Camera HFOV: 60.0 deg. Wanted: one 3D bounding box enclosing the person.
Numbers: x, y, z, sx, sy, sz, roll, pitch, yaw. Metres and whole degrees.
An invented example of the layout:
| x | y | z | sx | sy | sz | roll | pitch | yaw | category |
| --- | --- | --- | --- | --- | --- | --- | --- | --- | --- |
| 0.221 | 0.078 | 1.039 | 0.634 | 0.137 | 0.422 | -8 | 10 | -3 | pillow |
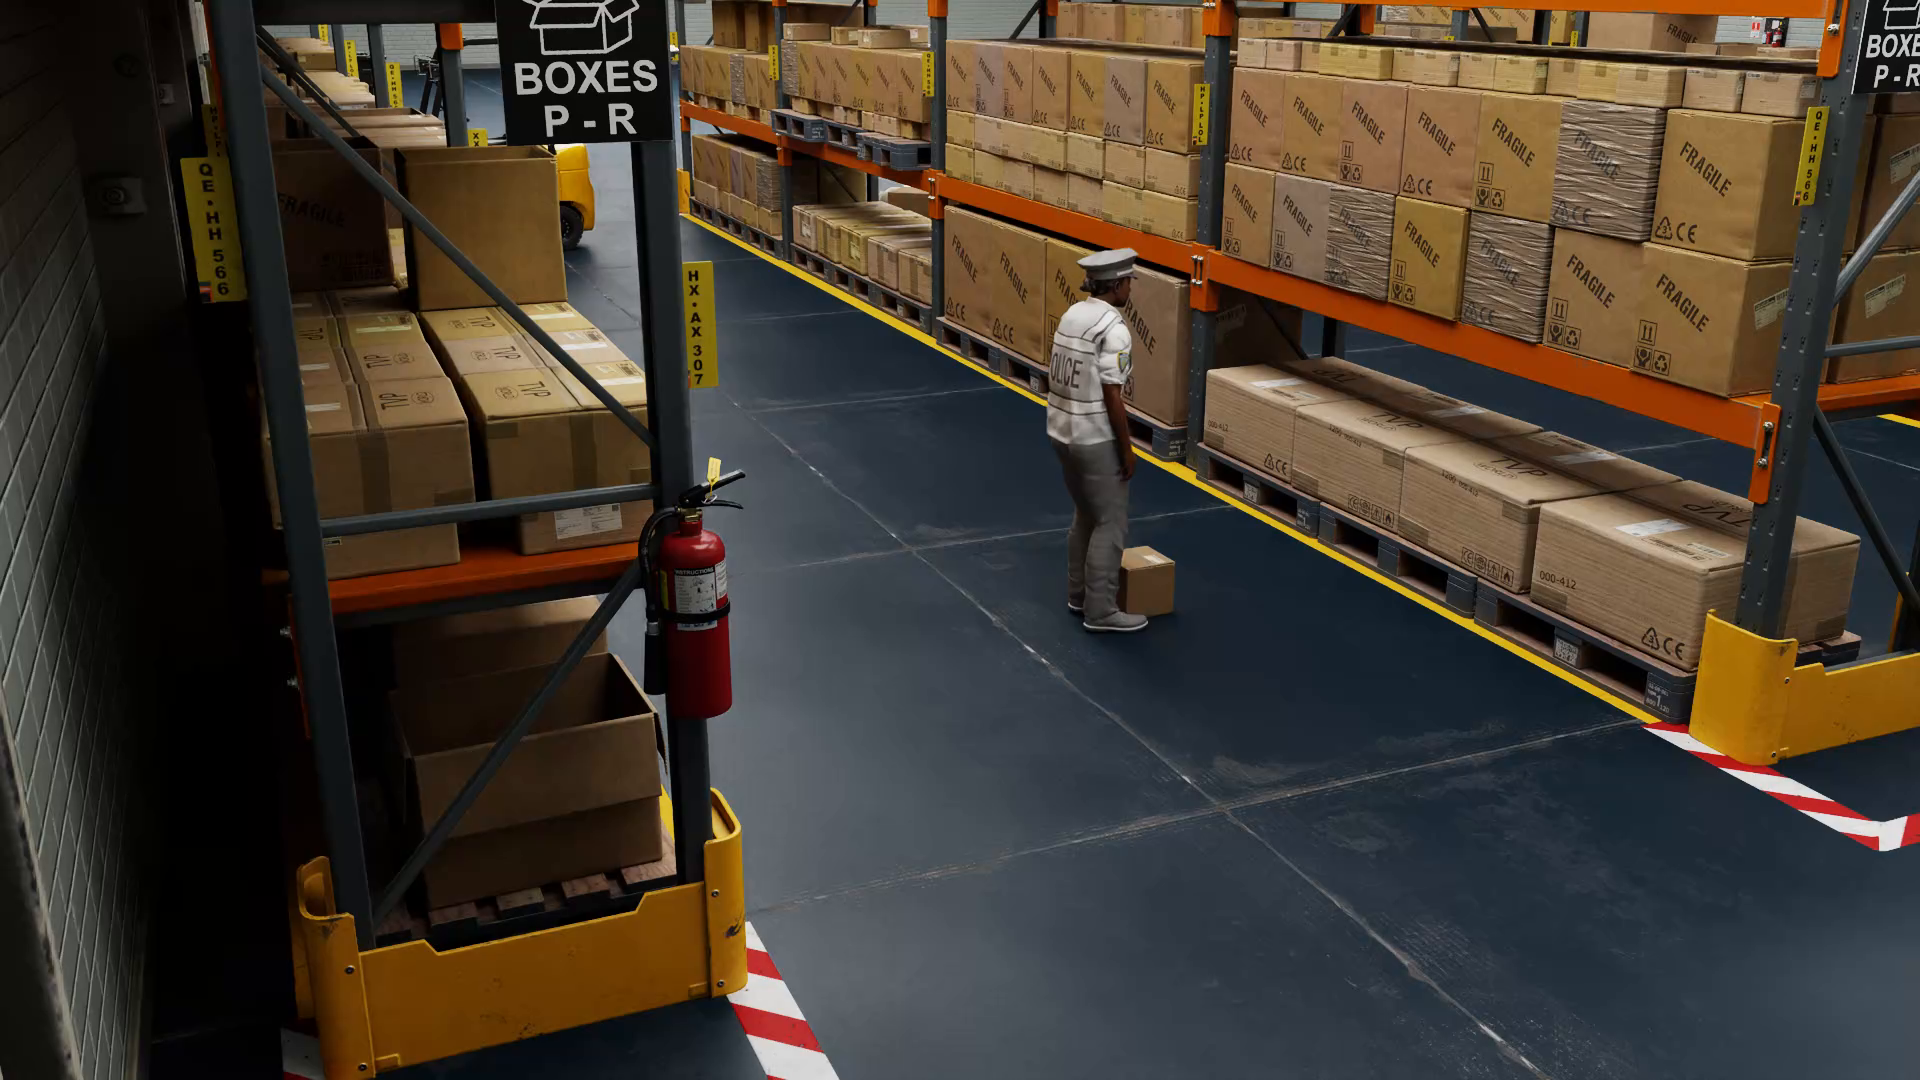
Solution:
| x | y | z | sx | sy | sz | roll | pitch | yaw | category |
| --- | --- | --- | --- | --- | --- | --- | --- | --- | --- |
| 0.614 | -0.441 | 7.341 | 0.420 | 1.664 | 0.531 | -9 | 21 | -25 | person |
